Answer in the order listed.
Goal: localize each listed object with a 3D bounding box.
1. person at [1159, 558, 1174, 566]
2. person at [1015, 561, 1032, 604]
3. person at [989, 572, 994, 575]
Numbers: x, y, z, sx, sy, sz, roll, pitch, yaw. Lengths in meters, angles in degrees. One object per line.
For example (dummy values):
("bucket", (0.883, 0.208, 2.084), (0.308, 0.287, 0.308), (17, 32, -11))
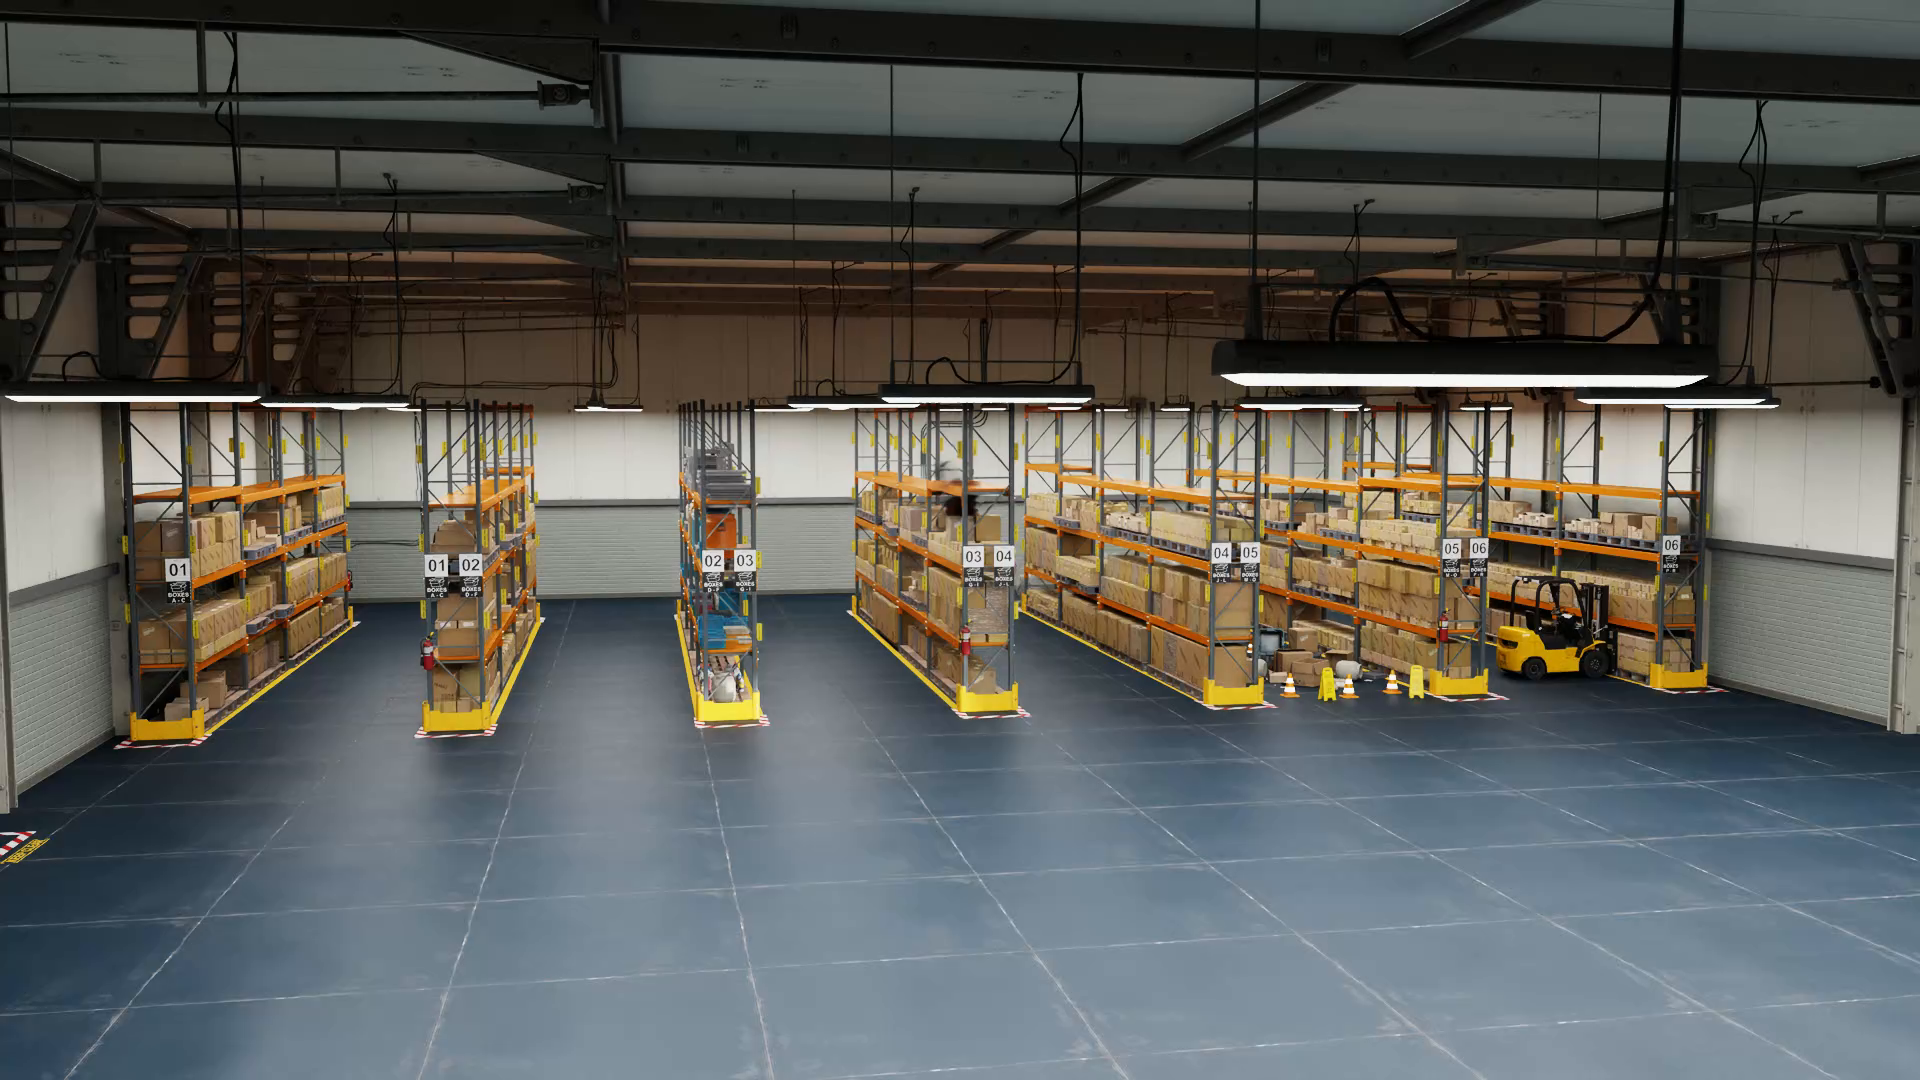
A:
("person", (6.240, 1.035, 50.836), (0.654, 1.759, 0.766), (0, 4, -1))
("person", (1.924, 1.104, 49.987), (0.659, 1.694, 0.748), (1, 4, 15))
("person", (0.770, 1.271, 47.626), (0.727, 1.727, 0.642), (0, 4, 4))
